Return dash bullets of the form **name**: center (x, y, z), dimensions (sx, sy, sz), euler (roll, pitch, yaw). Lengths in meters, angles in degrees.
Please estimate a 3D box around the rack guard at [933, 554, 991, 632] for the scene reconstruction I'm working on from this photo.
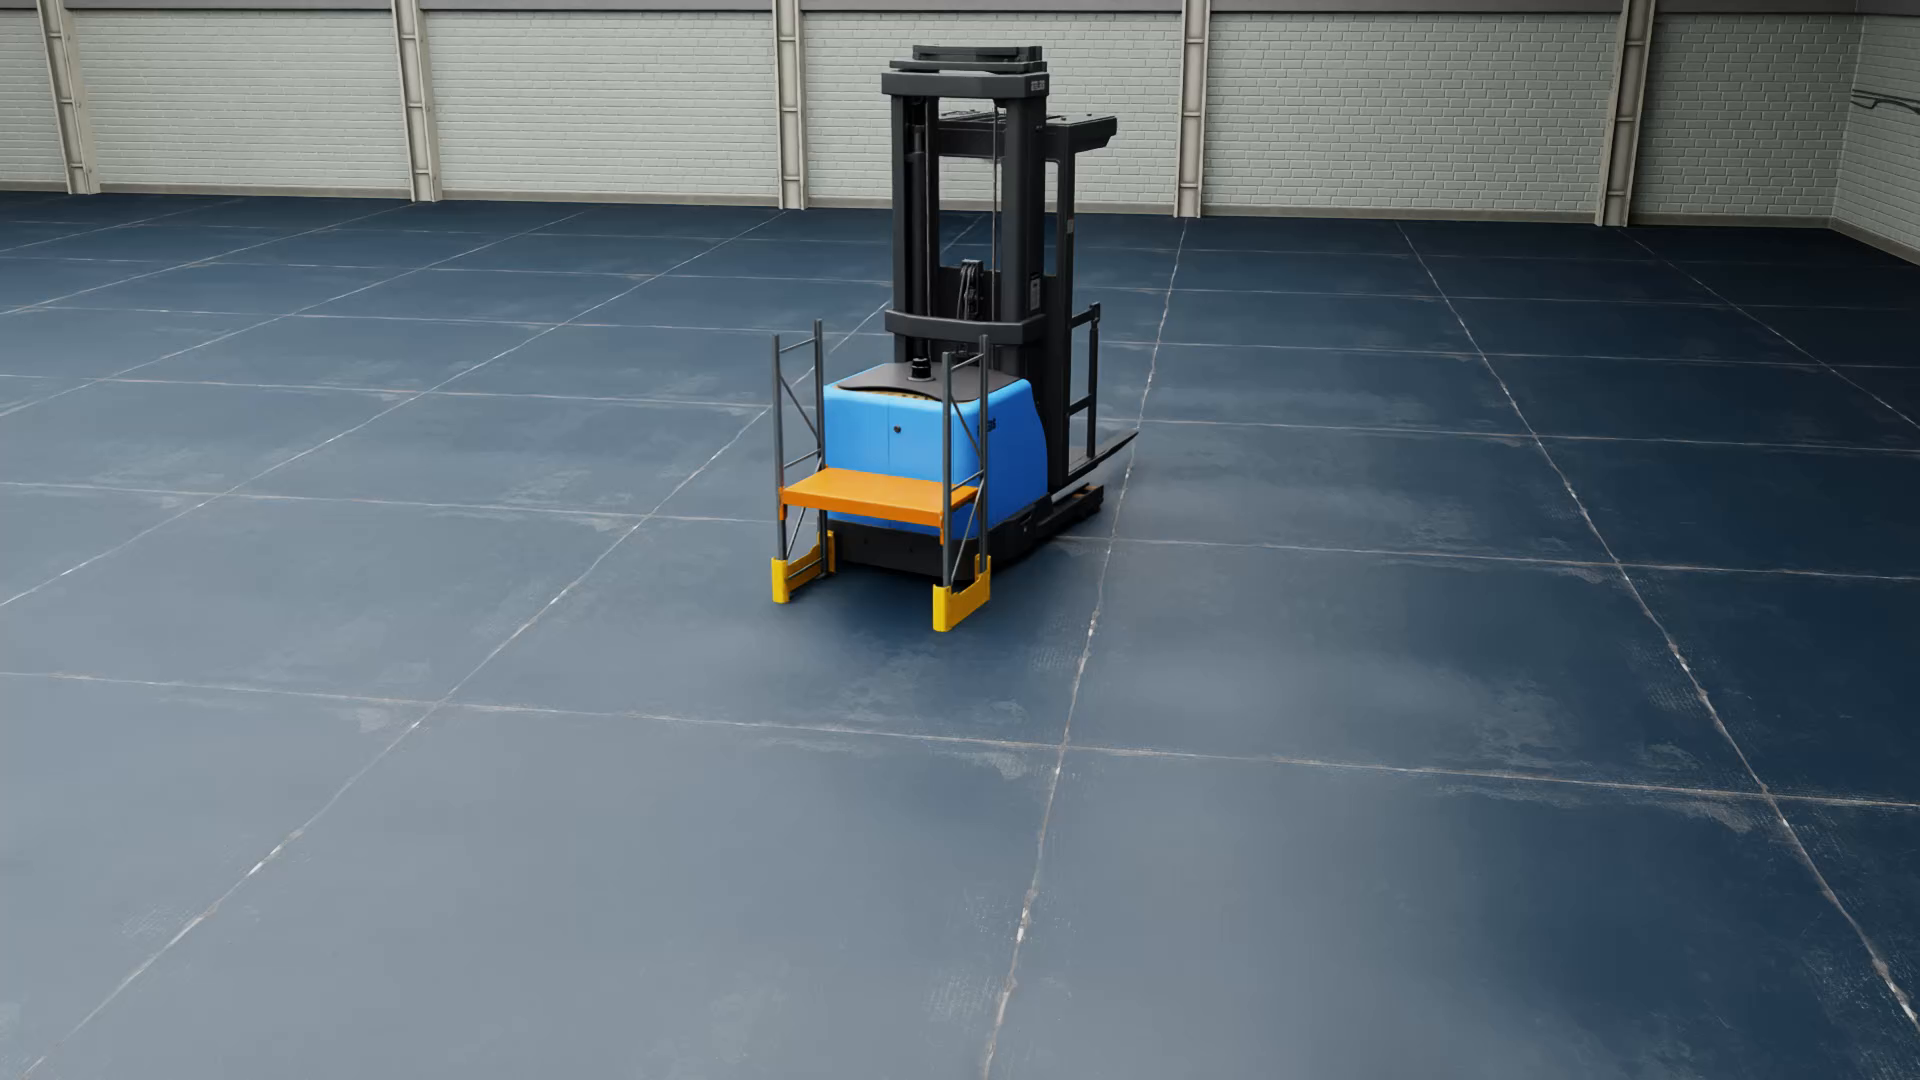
- **rack guard**: center (0.013, 0.285, 9.056), dimensions (0.087, 0.250, 0.587), euler (9, 20, 24)

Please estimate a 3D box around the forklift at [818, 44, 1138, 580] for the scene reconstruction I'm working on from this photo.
- **forklift**: center (0.288, -1.585, 10.421), dimensions (1.130, 2.935, 3.031), euler (9, 21, 26)

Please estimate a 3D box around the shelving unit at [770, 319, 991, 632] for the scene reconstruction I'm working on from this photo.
- **shelving unit**: center (-0.436, -0.376, 9.061), dimensions (1.083, 1.500, 0.587), euler (9, 20, 24)

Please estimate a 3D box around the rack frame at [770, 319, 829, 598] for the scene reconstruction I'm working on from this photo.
- **rack frame**: center (-0.887, -0.444, 9.265), dimensions (0.032, 1.500, 0.500), euler (9, 20, 24)

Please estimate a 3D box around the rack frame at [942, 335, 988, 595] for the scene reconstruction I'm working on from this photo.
- **rack frame**: center (0.030, -0.305, 8.849), dimensions (0.032, 1.500, 0.500), euler (9, 20, 24)

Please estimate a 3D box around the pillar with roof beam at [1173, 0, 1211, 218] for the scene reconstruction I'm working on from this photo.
- **pillar with roof beam**: center (2.690, -7.724, 19.207), dimensions (0.400, 9.000, 9.100), euler (3, 19, 9)

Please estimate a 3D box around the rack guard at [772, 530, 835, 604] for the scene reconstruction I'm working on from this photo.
- **rack guard**: center (-0.885, 0.149, 9.464), dimensions (0.087, 0.250, 0.587), euler (9, 20, 24)

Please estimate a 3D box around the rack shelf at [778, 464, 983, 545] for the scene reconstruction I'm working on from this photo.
- **rack shelf**: center (-0.428, -0.204, 9.114), dimensions (1.000, 0.185, 0.538), euler (9, 20, 24)

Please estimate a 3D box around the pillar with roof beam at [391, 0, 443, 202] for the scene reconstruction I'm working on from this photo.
- **pillar with roof beam**: center (-9.158, -8.328, 21.012), dimensions (0.400, 9.000, 9.100), euler (3, 19, 9)

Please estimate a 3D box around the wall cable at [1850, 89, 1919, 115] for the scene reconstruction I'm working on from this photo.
- **wall cable**: center (11.996, -6.736, 21.147), dimensions (0.112, 2.526, 3.097), euler (3, 19, 9)

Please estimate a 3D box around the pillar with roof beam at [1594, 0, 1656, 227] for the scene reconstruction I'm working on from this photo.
- **pillar with roof beam**: center (8.614, -7.422, 18.305), dimensions (0.400, 9.000, 9.100), euler (3, 19, 9)

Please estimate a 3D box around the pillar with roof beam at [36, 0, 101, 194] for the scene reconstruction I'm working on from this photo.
- **pillar with roof beam**: center (-15.082, -8.630, 21.915), dimensions (0.400, 9.000, 9.100), euler (3, 19, 9)

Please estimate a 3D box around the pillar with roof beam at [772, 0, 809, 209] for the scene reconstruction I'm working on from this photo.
- **pillar with roof beam**: center (-3.234, -8.026, 20.110), dimensions (0.400, 9.000, 9.100), euler (3, 19, 9)
